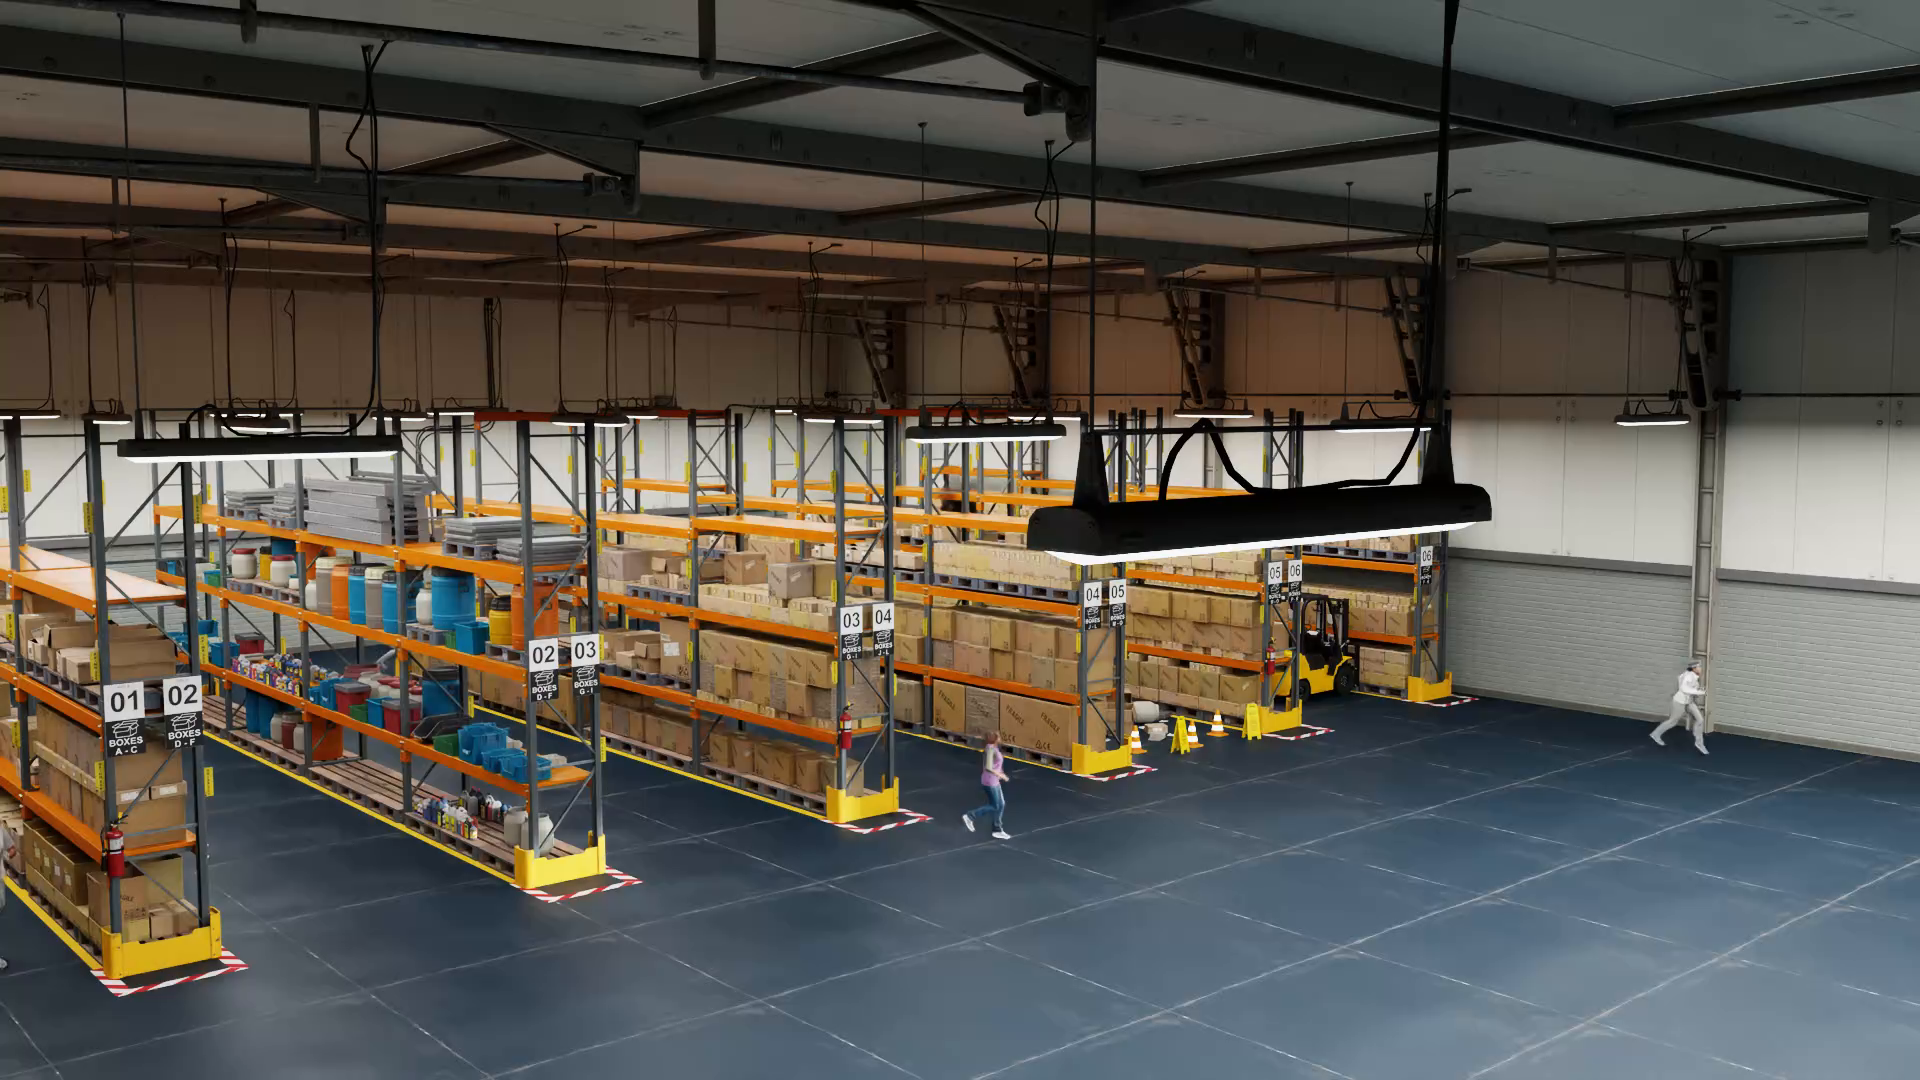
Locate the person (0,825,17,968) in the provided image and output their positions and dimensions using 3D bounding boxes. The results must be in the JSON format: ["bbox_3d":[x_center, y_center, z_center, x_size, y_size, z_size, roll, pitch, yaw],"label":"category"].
[{"bbox_3d":[-10.845,3.792,18.483,1.004,1.762,0.688,4,6,36],"label":"person"}]

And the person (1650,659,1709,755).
[{"bbox_3d":[12.773,2.923,29.477,0.992,1.695,0.612,5,7,43],"label":"person"}]

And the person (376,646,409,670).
[{"bbox_3d":[-12.806,2.180,37.757,0.820,1.711,0.570,-1,5,-15],"label":"person"}]

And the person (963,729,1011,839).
[{"bbox_3d":[0.387,3.480,23.714,0.695,1.586,0.543,0,5,0],"label":"person"}]
